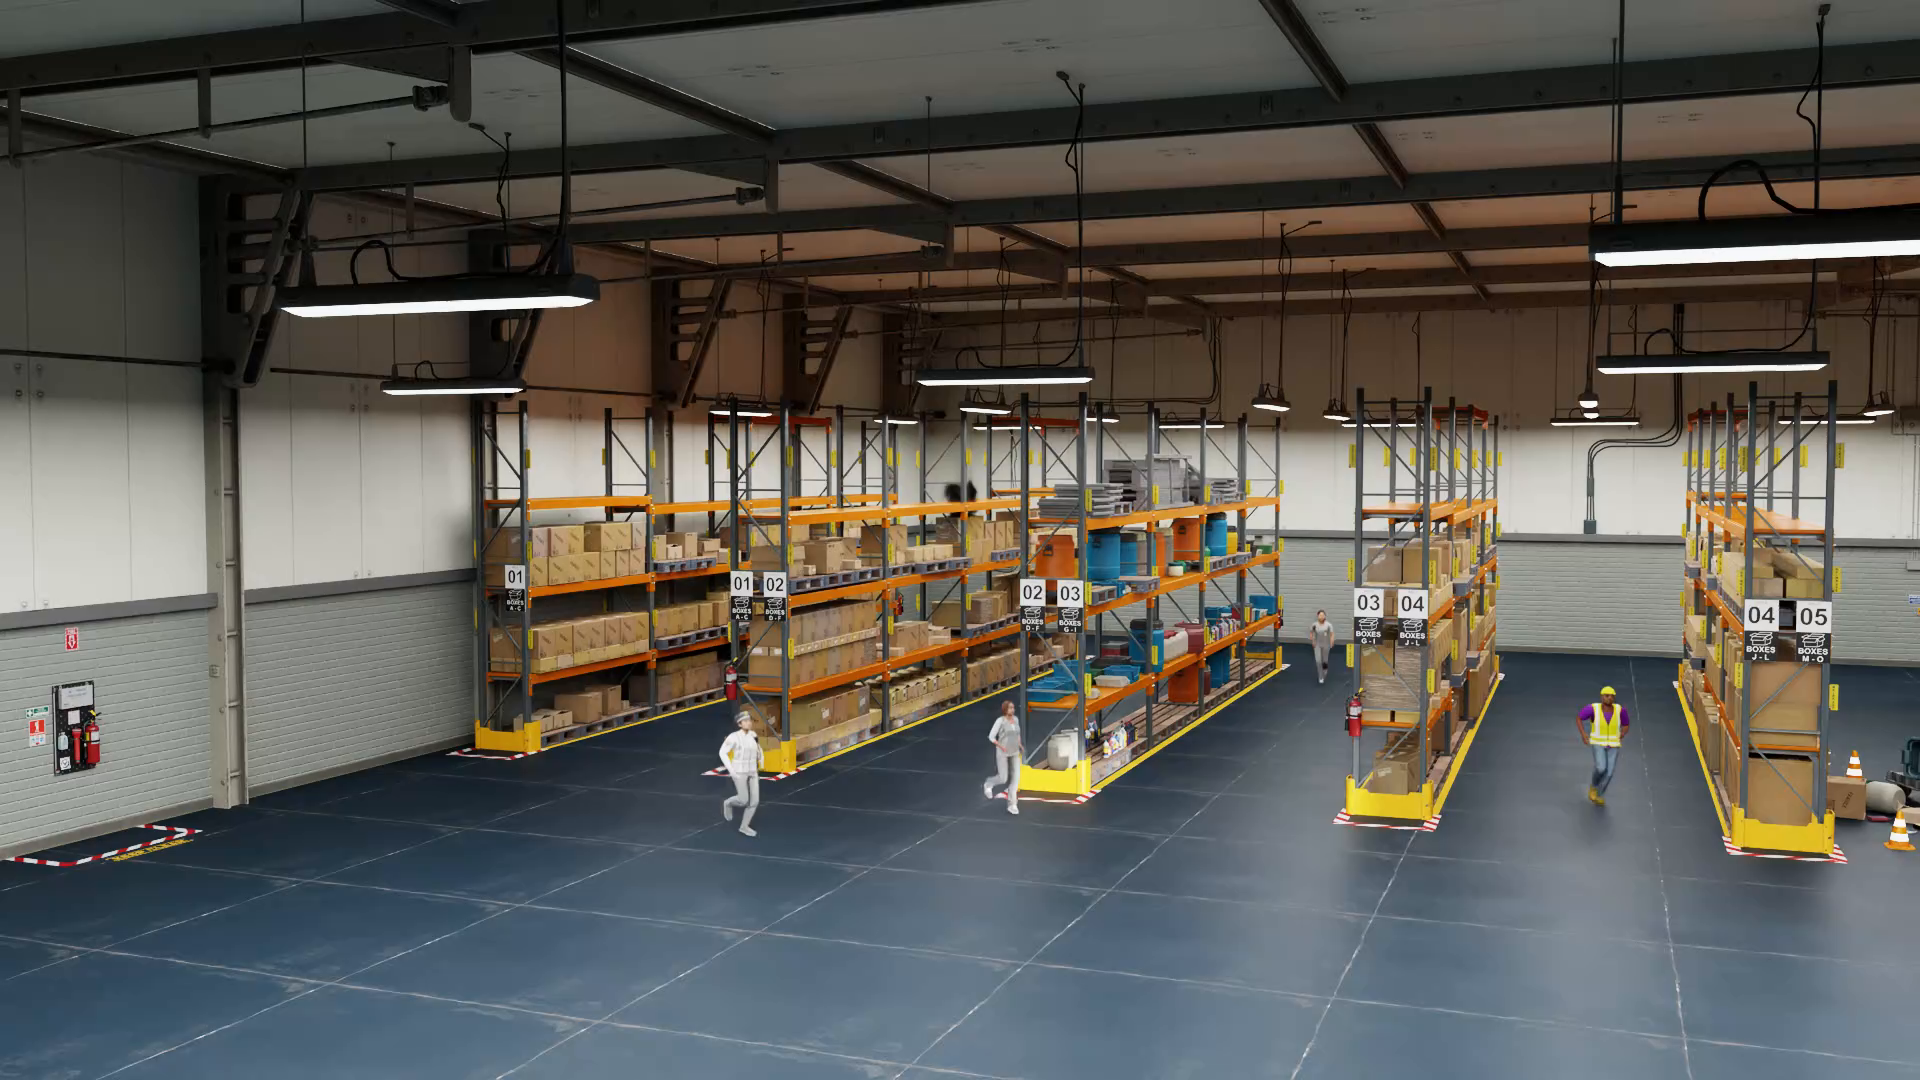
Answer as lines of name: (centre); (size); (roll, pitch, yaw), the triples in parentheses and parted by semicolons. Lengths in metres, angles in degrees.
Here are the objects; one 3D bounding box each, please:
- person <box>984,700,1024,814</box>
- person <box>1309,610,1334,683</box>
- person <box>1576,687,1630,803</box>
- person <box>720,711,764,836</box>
person: (0.672, 3.067, 23.719); (0.565, 1.577, 0.818); (-2, 3, -32)
person: (8.136, 2.382, 37.414); (0.547, 1.624, 0.639); (1, 3, 13)
person: (9.296, 2.962, 23.951); (0.695, 1.717, 0.645); (0, 3, 5)
person: (-2.900, 3.108, 22.246); (0.658, 1.651, 0.550); (-2, 4, -41)
